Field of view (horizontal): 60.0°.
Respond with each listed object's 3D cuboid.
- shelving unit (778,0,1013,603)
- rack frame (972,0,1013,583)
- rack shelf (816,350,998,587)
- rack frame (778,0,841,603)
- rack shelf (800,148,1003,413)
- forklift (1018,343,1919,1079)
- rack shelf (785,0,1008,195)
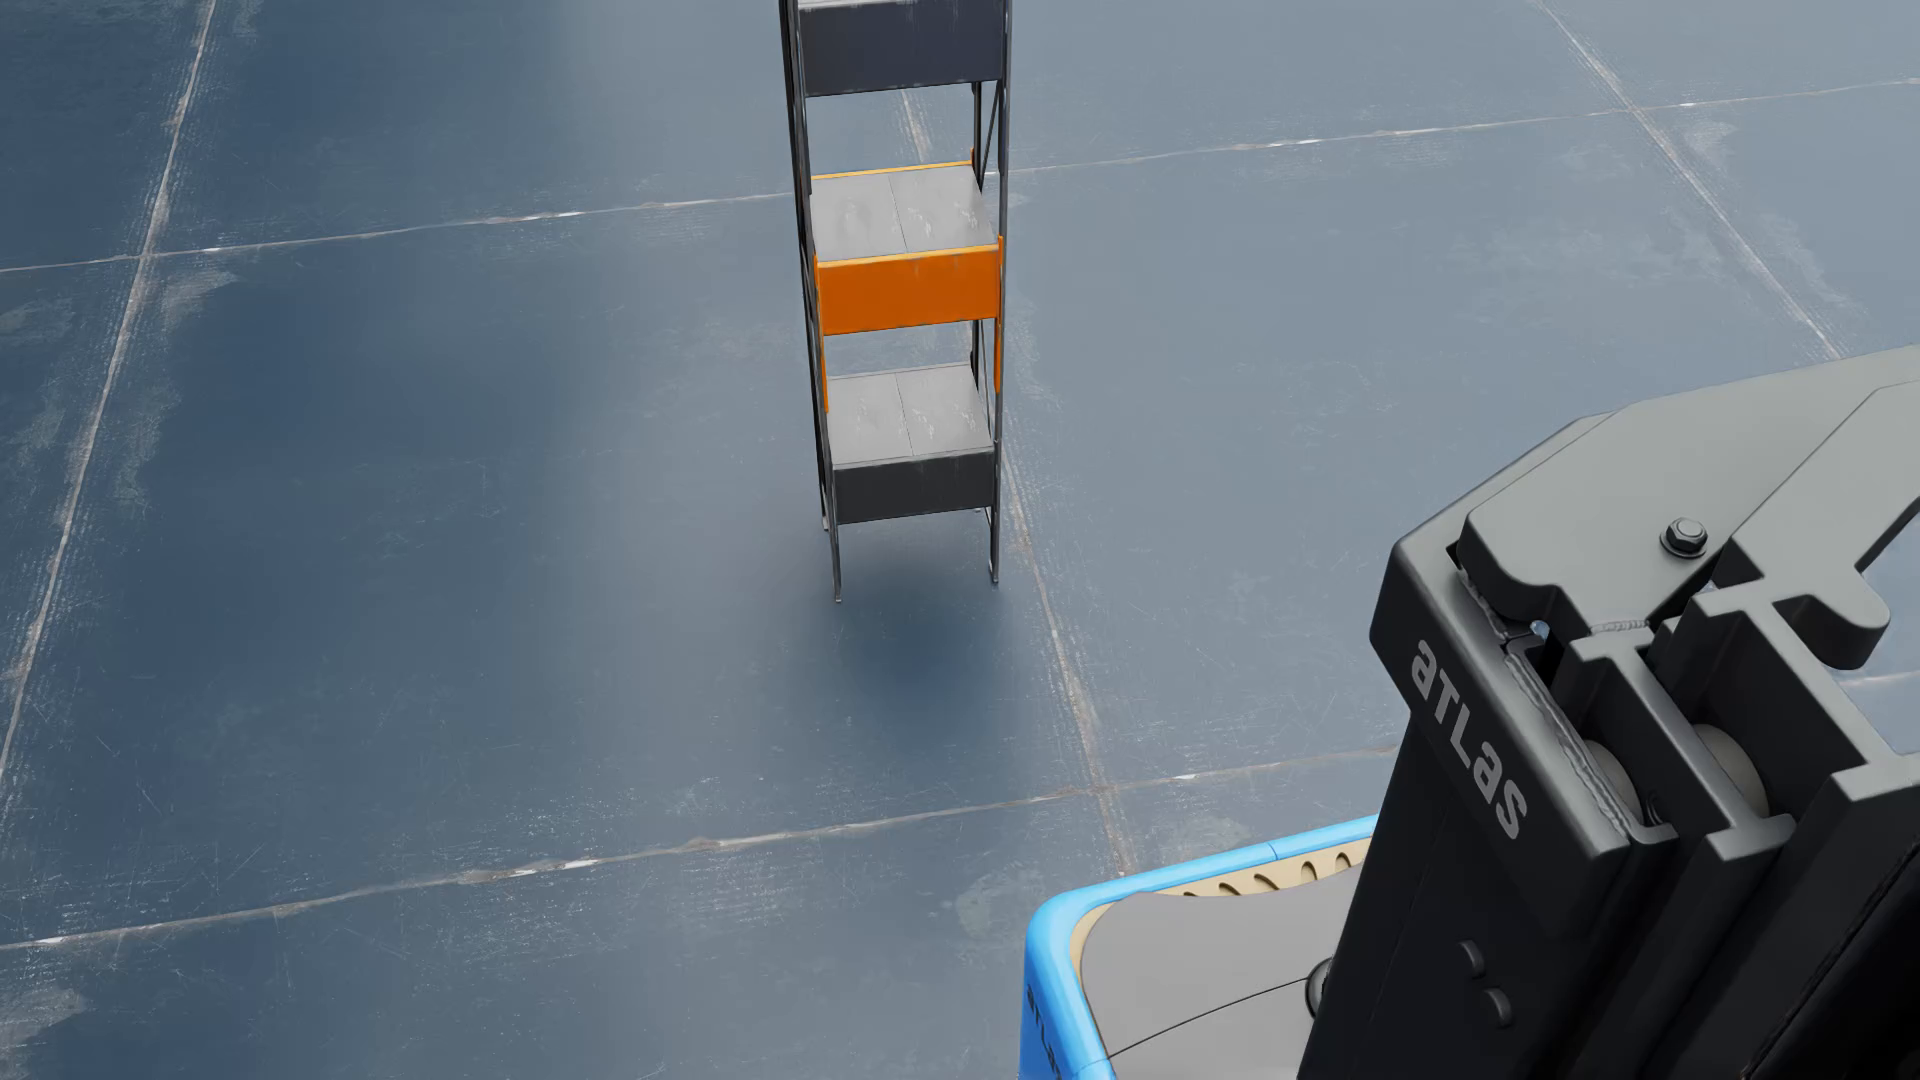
[{"bbox_3d":[-0.163,-0.708,4.474,0.503,2.100,0.431,-7,46,-7],"label":"shelving unit"},{"bbox_3d":[0.077,-0.738,4.503,0.015,2.100,0.400,-7,46,-7],"label":"rack frame"},{"bbox_3d":[-0.163,-0.213,4.988,0.480,0.518,0.431,-7,46,-7],"label":"rack shelf"},{"bbox_3d":[-0.404,-0.678,4.445,0.015,2.100,0.400,-7,46,-7],"label":"rack frame"},{"bbox_3d":[-0.163,-0.699,4.484,0.480,0.518,0.431,-7,46,-7],"label":"rack shelf"},{"bbox_3d":[1.001,1.333,1.930,1.130,2.935,3.031,-12,47,-11],"label":"forklift"},{"bbox_3d":[-0.163,-1.184,3.980,0.480,0.518,0.431,-7,46,-7],"label":"rack shelf"}]
